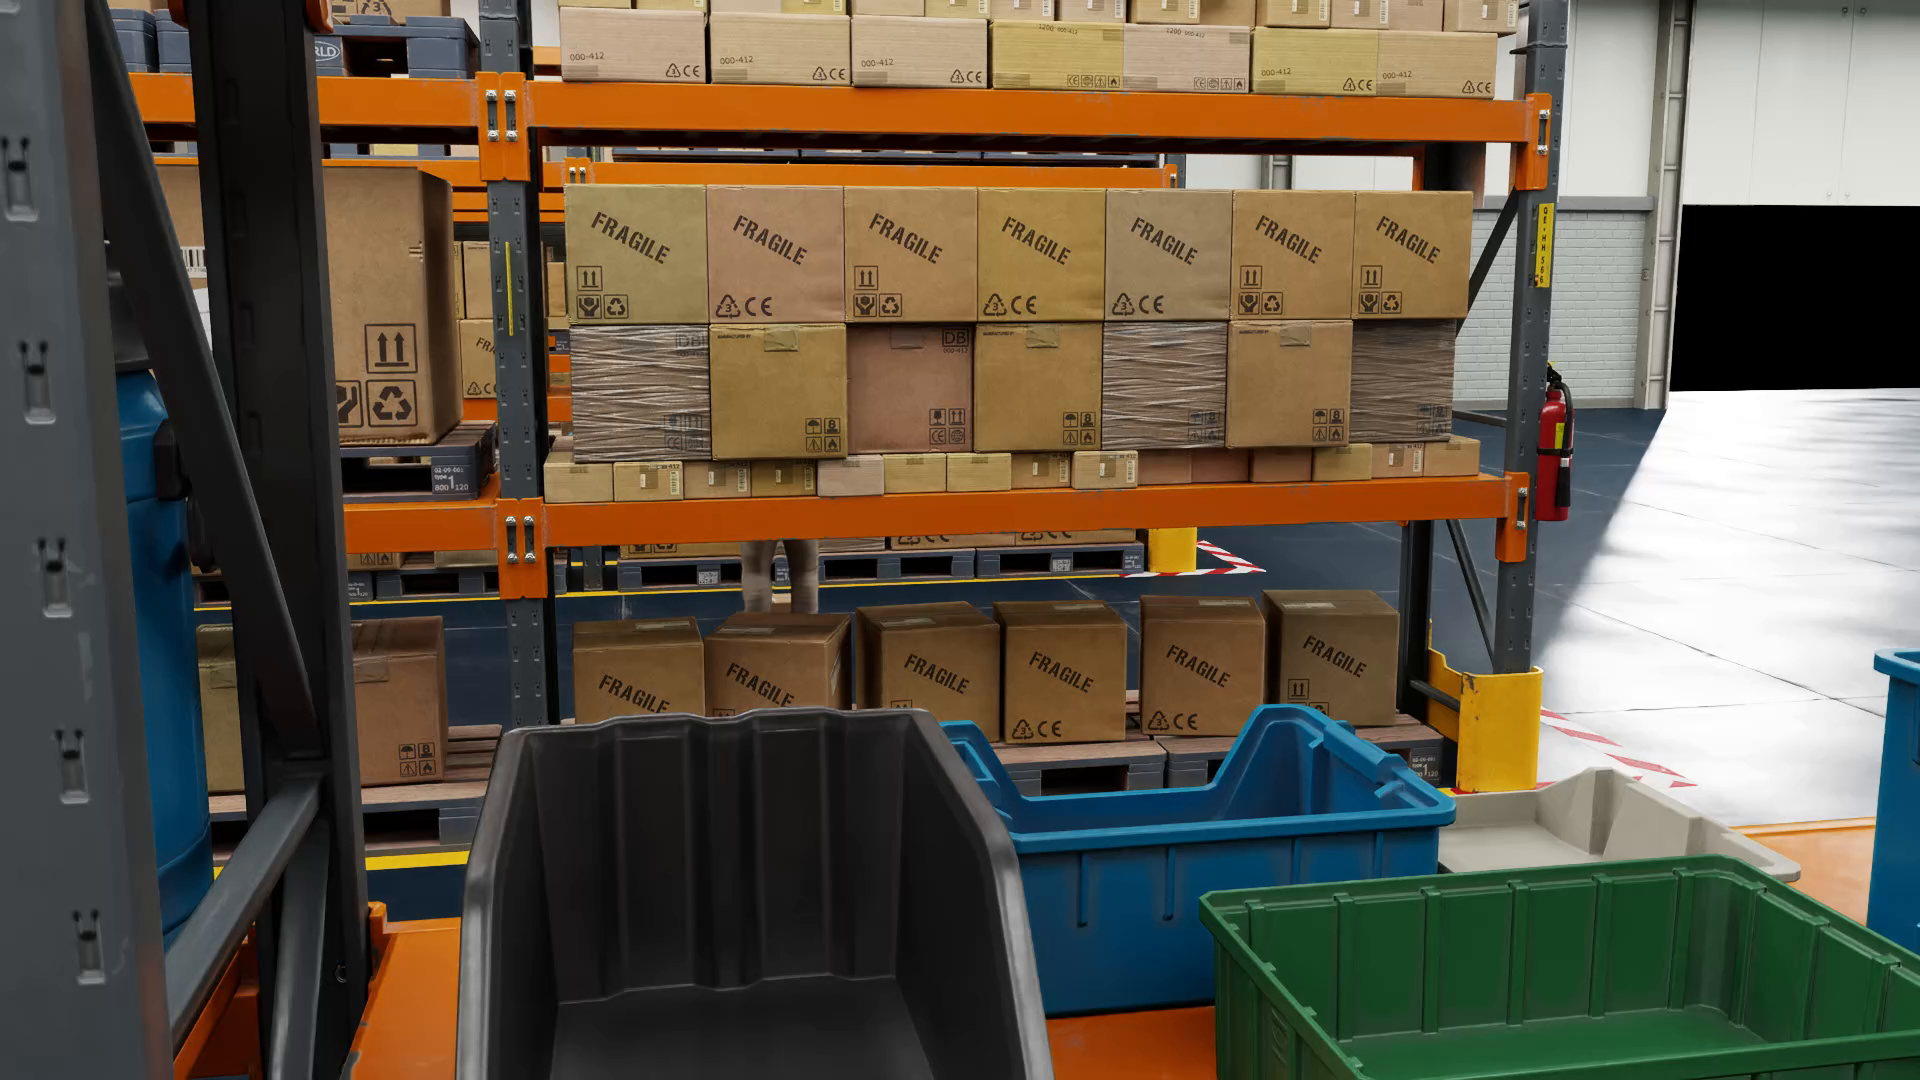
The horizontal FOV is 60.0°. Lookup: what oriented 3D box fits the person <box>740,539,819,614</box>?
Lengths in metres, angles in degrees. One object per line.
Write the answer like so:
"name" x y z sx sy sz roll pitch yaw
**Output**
"person" -1.003 -0.219 9.042 0.531 1.643 0.358 -2 10 -10
